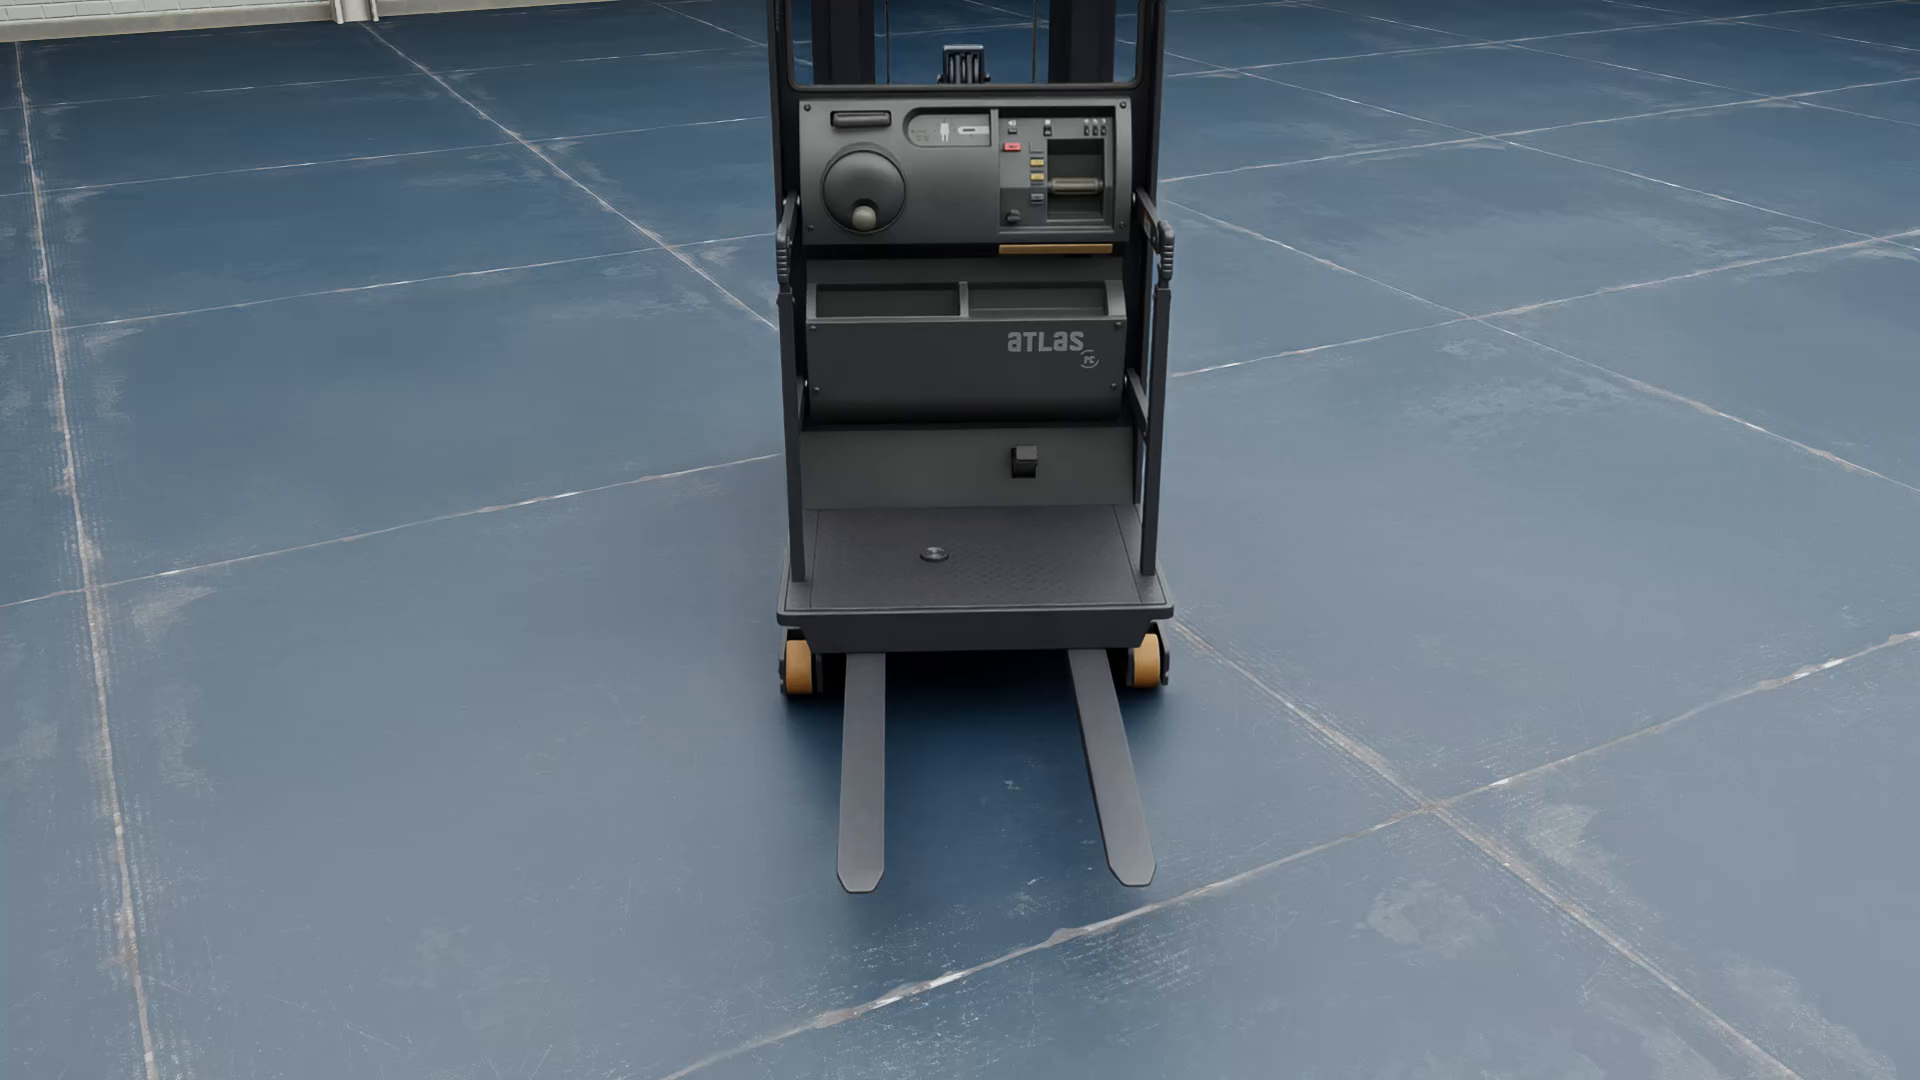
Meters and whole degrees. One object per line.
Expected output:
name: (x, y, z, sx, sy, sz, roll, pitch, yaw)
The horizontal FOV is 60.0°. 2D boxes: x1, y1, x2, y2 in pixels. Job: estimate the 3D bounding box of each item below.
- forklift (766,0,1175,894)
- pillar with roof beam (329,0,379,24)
forklift: (0.027, -1.012, 4.471, 1.130, 2.935, 3.031, -1, 26, -2)
pillar with roof beam: (-3.966, -7.568, 11.115, 0.400, 9.000, 9.100, -13, 29, -25)
